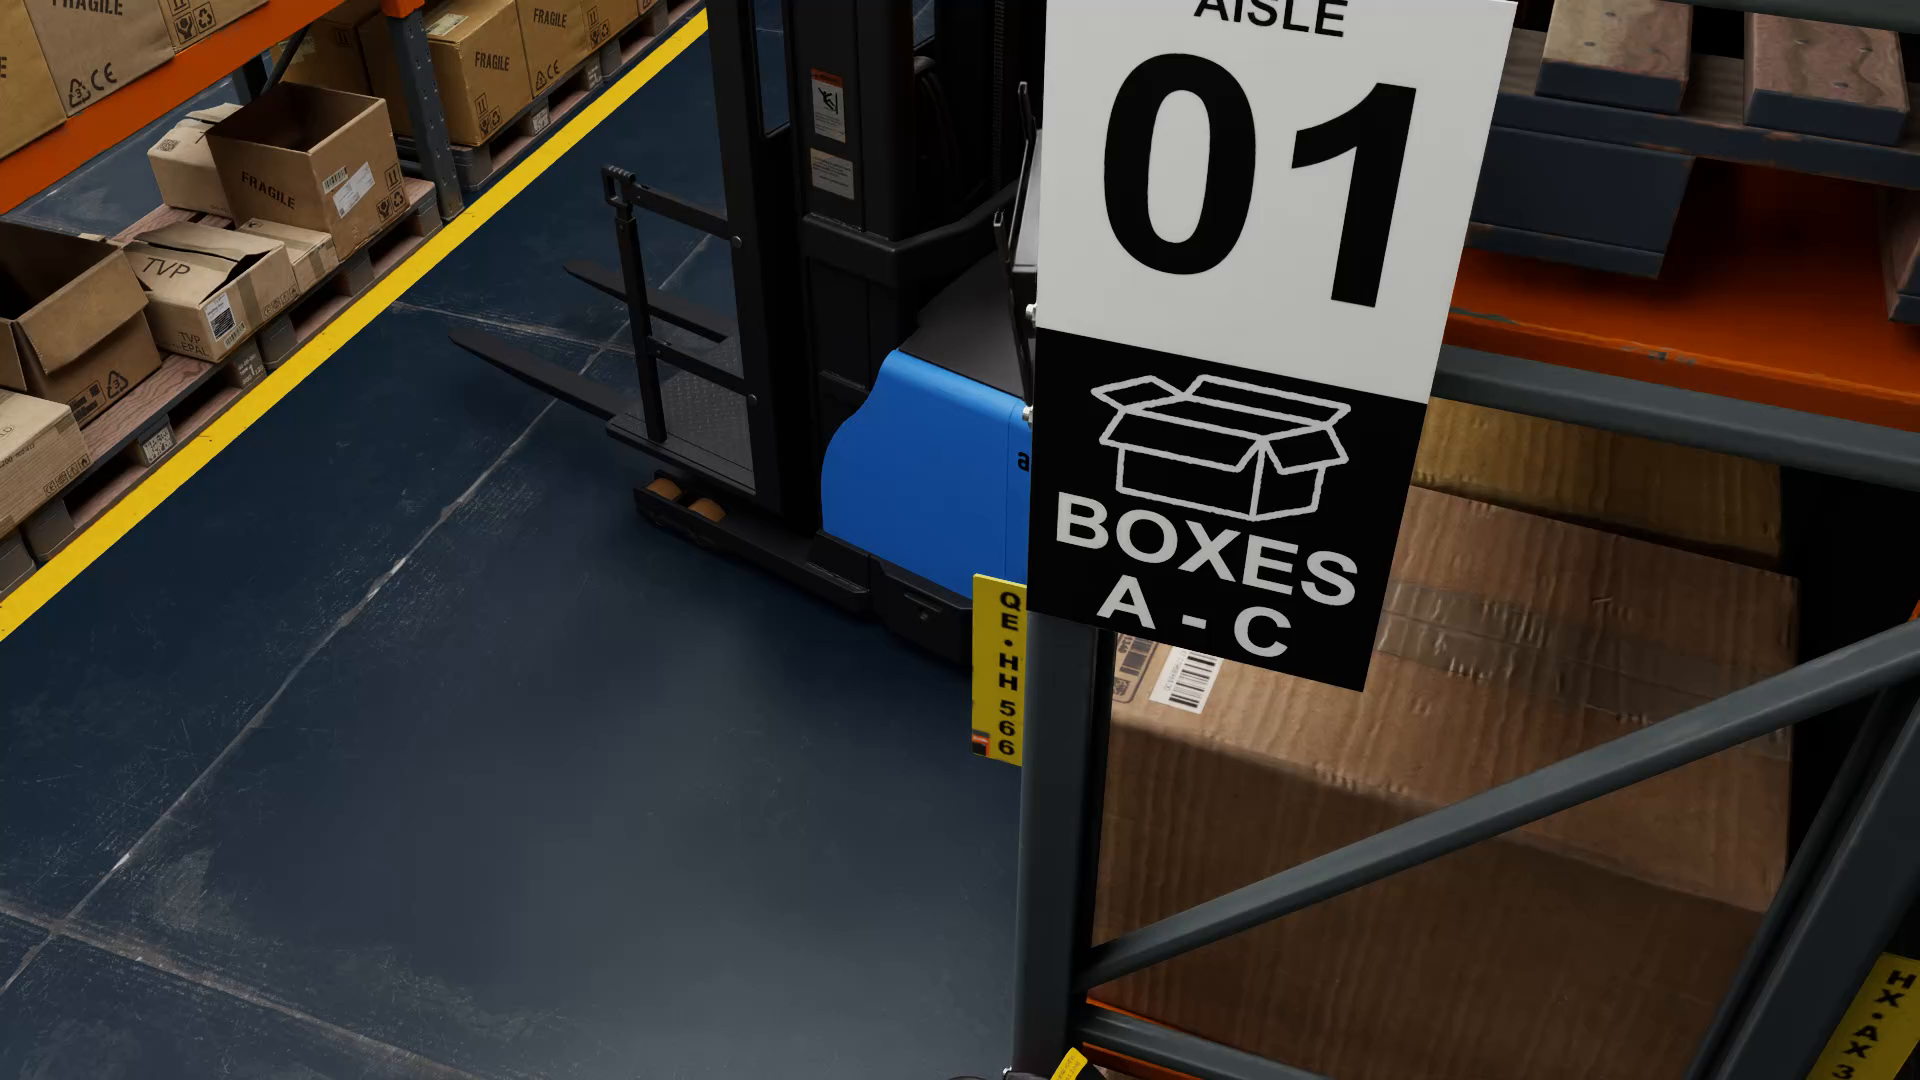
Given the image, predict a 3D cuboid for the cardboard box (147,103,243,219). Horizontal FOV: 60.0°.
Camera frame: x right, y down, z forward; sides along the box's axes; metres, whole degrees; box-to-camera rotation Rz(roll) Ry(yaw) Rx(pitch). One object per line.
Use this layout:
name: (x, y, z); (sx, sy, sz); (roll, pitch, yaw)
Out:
cardboard box: (-3.066, -1.637, 7.090); (0.500, 0.311, 0.500); (13, 42, 15)

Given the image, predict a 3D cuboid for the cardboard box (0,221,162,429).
cardboard box: (-3.357, -0.771, 5.927); (0.797, 0.503, 0.637); (13, 42, 15)

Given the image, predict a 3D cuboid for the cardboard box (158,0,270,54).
cardboard box: (-2.824, -2.062, 5.778); (0.500, 0.500, 0.500); (14, 43, 16)

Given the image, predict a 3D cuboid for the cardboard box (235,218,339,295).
cardboard box: (-2.720, -1.130, 6.621); (0.380, 0.149, 0.250); (13, 42, 15)

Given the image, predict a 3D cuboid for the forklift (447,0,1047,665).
forklift: (-0.518, -1.348, 5.071); (3.031, 2.935, 1.130); (24, 46, 26)

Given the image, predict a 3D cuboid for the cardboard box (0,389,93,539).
cardboard box: (-3.293, -0.260, 5.524); (0.500, 0.250, 0.500); (13, 42, 15)

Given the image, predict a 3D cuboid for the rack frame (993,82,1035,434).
rack frame: (0.251, -0.261, 4.314); (0.015, 2.100, 0.400); (4, 60, 11)

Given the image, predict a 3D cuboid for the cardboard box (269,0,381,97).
cardboard box: (-2.820, -2.281, 7.700); (0.500, 0.500, 0.500); (13, 42, 15)

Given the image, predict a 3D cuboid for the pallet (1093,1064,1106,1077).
pallet: (0.769, 1.393, 3.955); (1.003, 0.211, 1.213); (13, 42, 15)

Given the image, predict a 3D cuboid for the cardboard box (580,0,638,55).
cardboard box: (-1.975, -2.788, 8.294); (0.500, 0.500, 0.500); (14, 42, 16)

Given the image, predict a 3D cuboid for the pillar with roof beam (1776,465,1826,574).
pillar with roof beam: (-1.535, -4.222, 3.765); (9.100, 9.000, 0.400); (13, 42, 15)

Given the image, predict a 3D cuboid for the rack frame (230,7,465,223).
rack frame: (-2.719, -2.700, 6.604); (1.000, 3.000, 0.127); (13, 42, 15)

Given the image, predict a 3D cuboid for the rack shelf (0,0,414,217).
rack shelf: (-3.403, -1.207, 5.407); (1.077, 0.370, 4.000); (13, 42, 15)

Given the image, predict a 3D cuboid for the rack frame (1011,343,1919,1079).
rack frame: (0.569, 0.837, 2.458); (1.000, 3.000, 0.127); (13, 42, 15)

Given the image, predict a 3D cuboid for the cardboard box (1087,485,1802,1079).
cardboard box: (0.734, 0.409, 2.728); (0.980, 0.700, 0.700); (15, 43, 17)

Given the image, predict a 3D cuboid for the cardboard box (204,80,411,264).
cardboard box: (-2.648, -1.506, 6.791); (0.500, 0.500, 0.500); (13, 42, 15)

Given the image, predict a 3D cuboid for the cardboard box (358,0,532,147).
cardboard box: (-2.325, -2.157, 7.555); (0.500, 0.500, 0.500); (11, 42, 13)

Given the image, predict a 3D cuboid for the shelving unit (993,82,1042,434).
shelving unit: (0.490, -0.247, 4.266); (0.503, 2.100, 0.431); (4, 60, 11)

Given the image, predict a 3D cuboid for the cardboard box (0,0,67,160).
cardboard box: (-3.169, -1.436, 5.046); (0.500, 0.500, 0.500); (14, 42, 16)

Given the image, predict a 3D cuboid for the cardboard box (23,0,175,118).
cardboard box: (-2.998, -1.748, 5.410); (0.500, 0.500, 0.500); (14, 42, 16)

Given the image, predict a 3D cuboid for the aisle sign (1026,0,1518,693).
aisle sign: (0.263, -0.175, 1.641); (0.394, 0.787, 0.004); (13, 42, 15)

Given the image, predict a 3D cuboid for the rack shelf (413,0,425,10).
rack shelf: (-2.036, -3.646, 8.267); (1.077, 0.370, 4.000); (13, 42, 15)

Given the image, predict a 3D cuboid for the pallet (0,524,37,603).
pallet: (-3.790, 0.268, 5.274); (1.003, 0.211, 1.213); (13, 42, 15)

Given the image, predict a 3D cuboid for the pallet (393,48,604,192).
pallet: (-2.477, -2.144, 8.100); (1.003, 0.211, 1.213); (13, 42, 15)

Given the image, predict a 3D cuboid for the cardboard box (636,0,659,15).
cardboard box: (-1.802, -3.097, 8.655); (0.500, 0.500, 0.500); (12, 42, 13)

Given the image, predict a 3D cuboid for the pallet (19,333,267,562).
pallet: (-3.371, -0.474, 6.143); (1.003, 0.211, 1.213); (13, 42, 15)

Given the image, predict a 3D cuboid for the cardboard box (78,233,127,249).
cardboard box: (-3.353, -1.052, 6.516); (0.380, 0.166, 0.250); (13, 42, 15)

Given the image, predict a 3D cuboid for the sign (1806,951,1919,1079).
sign: (1.089, 0.604, 2.003); (0.100, 0.325, 0.005); (13, 42, 15)

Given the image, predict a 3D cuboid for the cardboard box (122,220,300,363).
cardboard box: (-2.904, -0.977, 6.316); (0.500, 0.311, 0.500); (13, 42, 15)

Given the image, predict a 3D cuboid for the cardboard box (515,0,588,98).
cardboard box: (-2.153, -2.485, 7.939); (0.500, 0.500, 0.500); (14, 42, 16)

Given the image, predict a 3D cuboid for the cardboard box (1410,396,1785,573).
cardboard box: (0.972, -0.037, 3.251); (0.980, 0.700, 0.700); (13, 42, 15)

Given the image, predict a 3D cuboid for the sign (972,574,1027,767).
sign: (0.064, 0.177, 2.157); (0.100, 0.325, 0.005); (13, 42, 15)

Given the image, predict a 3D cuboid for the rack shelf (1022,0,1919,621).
rack shelf: (1.253, -1.251, 3.148); (1.077, 0.370, 4.000); (13, 42, 15)

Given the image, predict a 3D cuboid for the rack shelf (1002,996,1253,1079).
rack shelf: (1.253, -0.109, 4.121); (1.077, 0.370, 4.000); (13, 42, 15)

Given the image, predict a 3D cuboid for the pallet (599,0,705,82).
pallet: (-2.061, -2.890, 8.975); (1.003, 0.211, 1.213); (13, 42, 15)

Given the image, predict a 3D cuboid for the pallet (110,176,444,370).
pallet: (-2.955, -1.221, 7.018); (1.003, 0.211, 1.213); (13, 42, 15)

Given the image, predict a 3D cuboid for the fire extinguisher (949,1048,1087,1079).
fire extinguisher: (0.084, 0.998, 2.617); (0.296, 0.674, 0.183); (13, 42, 15)

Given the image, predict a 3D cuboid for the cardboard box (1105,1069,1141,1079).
cardboard box: (0.714, 1.179, 3.660); (0.700, 0.500, 0.500); (13, 42, 15)

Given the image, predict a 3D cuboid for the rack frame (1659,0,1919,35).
rack frame: (0.569, -1.446, 0.511); (1.000, 3.000, 0.127); (13, 42, 15)

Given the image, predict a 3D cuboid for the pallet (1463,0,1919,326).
pallet: (0.813, -0.725, 2.046); (1.003, 0.211, 1.213); (13, 42, 15)

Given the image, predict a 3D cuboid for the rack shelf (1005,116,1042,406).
rack shelf: (0.394, -0.598, 3.684); (0.480, 0.518, 0.431); (4, 60, 11)
